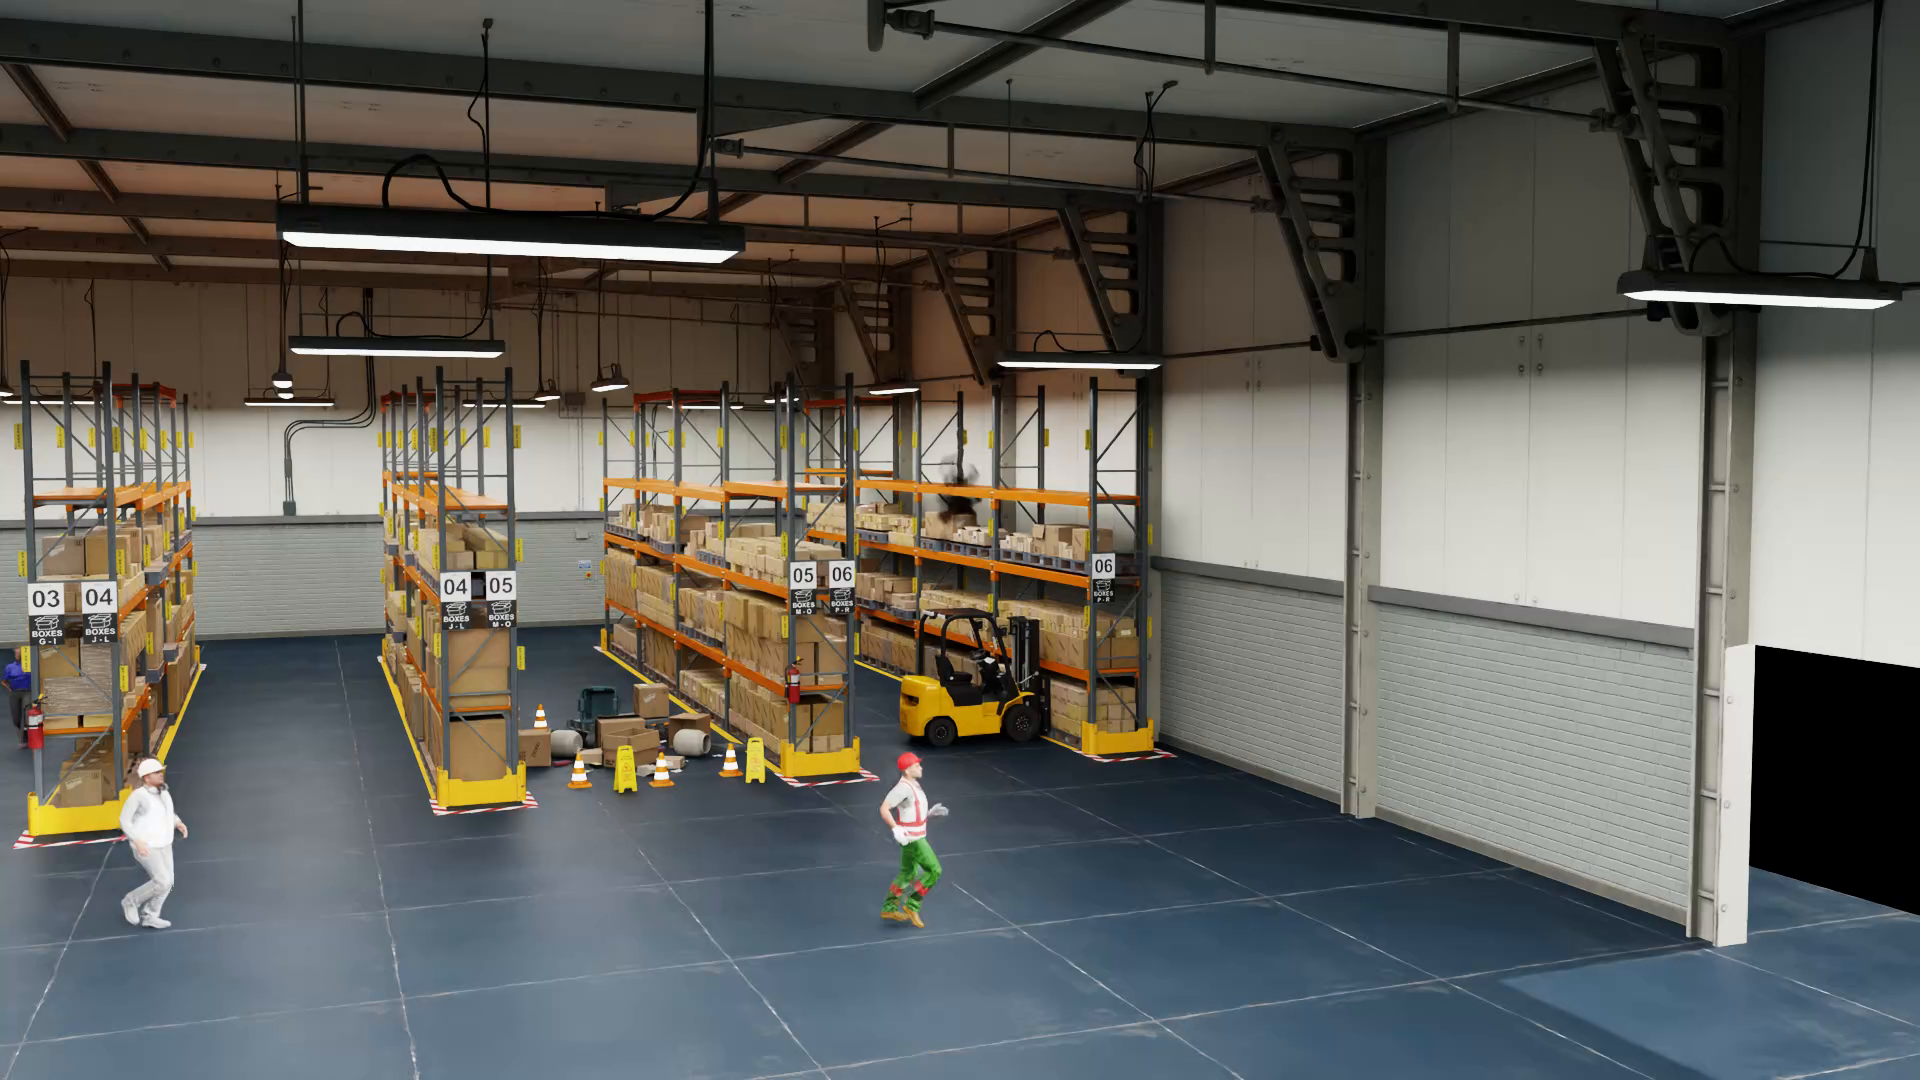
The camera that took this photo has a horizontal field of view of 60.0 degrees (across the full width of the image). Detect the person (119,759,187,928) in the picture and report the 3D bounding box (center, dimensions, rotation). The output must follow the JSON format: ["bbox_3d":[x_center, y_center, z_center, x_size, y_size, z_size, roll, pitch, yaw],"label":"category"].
[{"bbox_3d":[-8.274,3.111,17.066,0.576,1.743,0.676,0,3,7],"label":"person"}]

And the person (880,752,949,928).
[{"bbox_3d":[-0.470,3.079,17.087,0.709,1.792,0.641,0,3,5],"label":"person"}]

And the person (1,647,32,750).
[{"bbox_3d":[-15.281,2.555,27.107,0.595,1.623,0.934,-1,4,-24],"label":"person"}]
